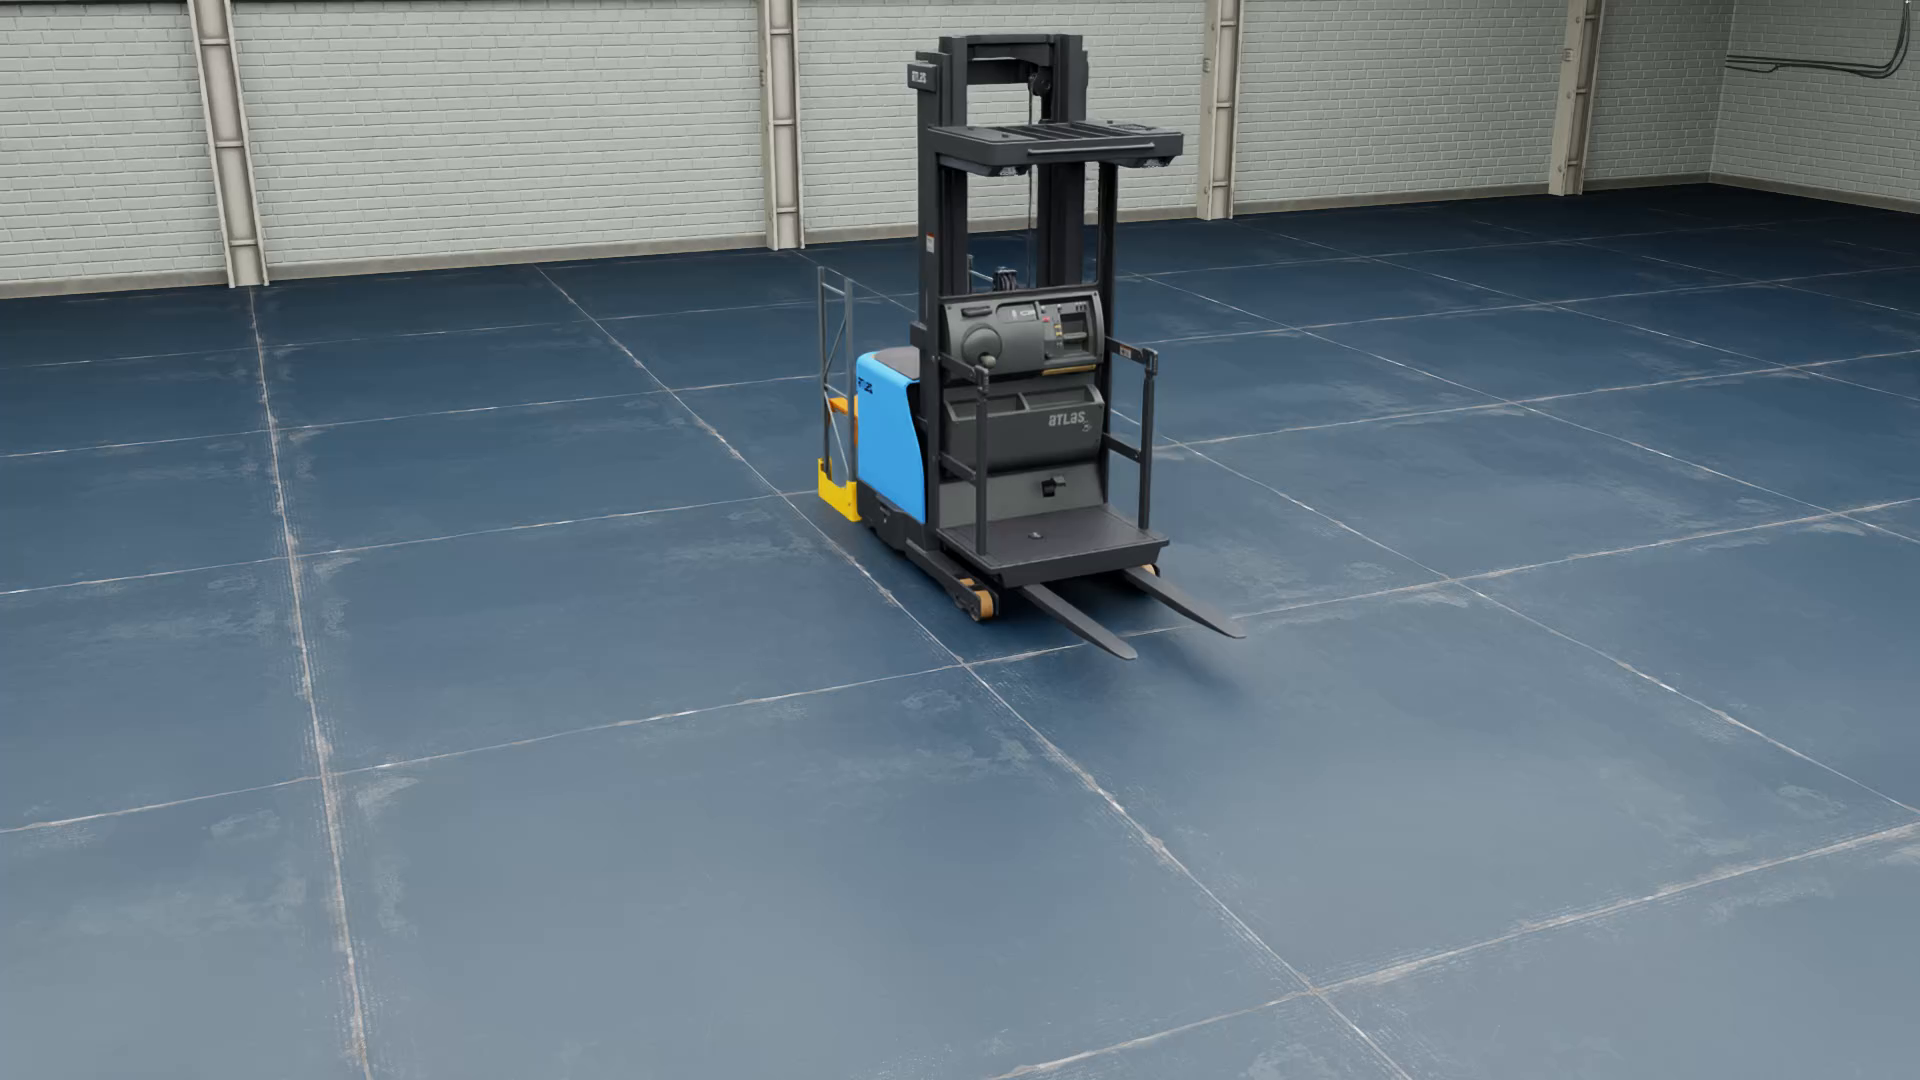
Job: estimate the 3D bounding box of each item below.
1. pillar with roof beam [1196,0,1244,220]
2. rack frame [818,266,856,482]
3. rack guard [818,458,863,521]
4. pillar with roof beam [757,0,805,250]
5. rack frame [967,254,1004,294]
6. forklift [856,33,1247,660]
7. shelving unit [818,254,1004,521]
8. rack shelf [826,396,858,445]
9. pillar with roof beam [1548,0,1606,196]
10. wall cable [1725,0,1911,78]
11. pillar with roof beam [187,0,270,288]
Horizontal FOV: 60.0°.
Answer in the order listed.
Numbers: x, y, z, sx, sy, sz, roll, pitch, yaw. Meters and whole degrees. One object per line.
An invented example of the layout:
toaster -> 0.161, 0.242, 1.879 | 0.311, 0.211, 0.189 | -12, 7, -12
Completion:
pillar with roof beam -> 5.111, -7.251, 17.066 | 0.400, 9.000, 9.100 | -8, 21, -22
rack frame -> -0.765, -0.917, 10.369 | 0.032, 1.500, 0.500 | -9, 21, -24
rack guard -> -0.764, -0.328, 10.577 | 0.087, 0.250, 0.587 | -9, 21, -24
pillar with roof beam -> -0.398, -6.462, 14.824 | 0.400, 9.000, 9.100 | -8, 21, -22
rack frame -> 0.154, -1.061, 10.778 | 0.032, 1.500, 0.500 | -9, 21, -24
forklift -> 0.445, -1.117, 8.781 | 1.130, 2.935, 3.031 | -9, 21, -24
shelving unit -> -0.314, -0.988, 10.570 | 1.083, 1.500, 0.587 | -9, 21, -24
rack shelf -> -0.305, -0.820, 10.633 | 1.000, 0.185, 0.538 | -9, 21, -24
pillar with roof beam -> 10.621, -8.040, 19.308 | 0.400, 9.000, 9.100 | -8, 21, -22
wall cable -> 12.144, -7.873, 23.507 | 0.112, 2.526, 3.097 | -8, 21, -22
pillar with roof beam -> -5.907, -5.672, 12.583 | 0.400, 9.000, 9.100 | -8, 21, -22
